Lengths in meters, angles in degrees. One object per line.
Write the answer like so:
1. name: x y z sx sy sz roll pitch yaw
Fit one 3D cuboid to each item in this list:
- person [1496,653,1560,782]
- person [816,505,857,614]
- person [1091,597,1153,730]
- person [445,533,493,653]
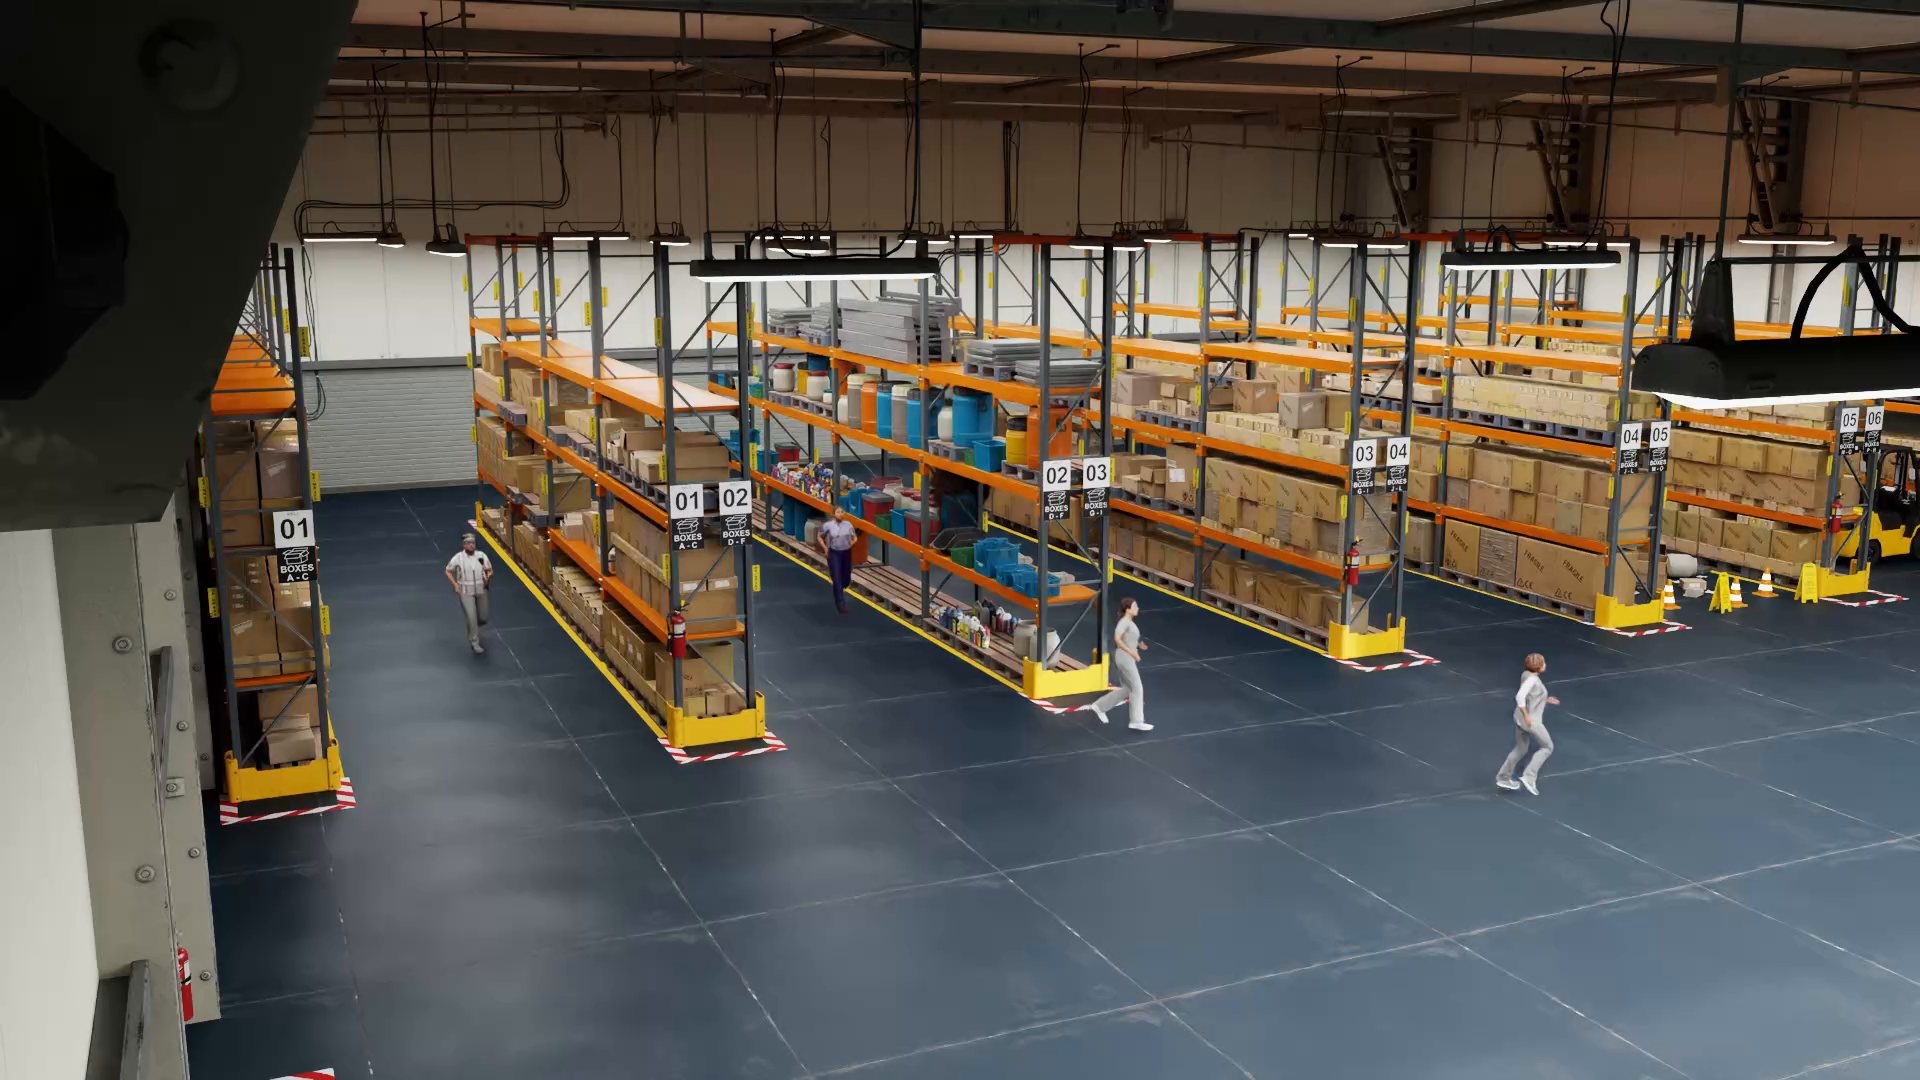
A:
1. person: 6.333 1.969 18.463 0.676 1.468 0.529 0 11 -1
2. person: -1.872 0.293 25.889 0.619 1.663 0.772 -5 12 -25
3. person: 2.061 1.533 20.966 0.792 1.645 0.626 2 11 8
4. person: -7.236 0.754 24.640 0.675 1.747 0.809 -7 13 -32
